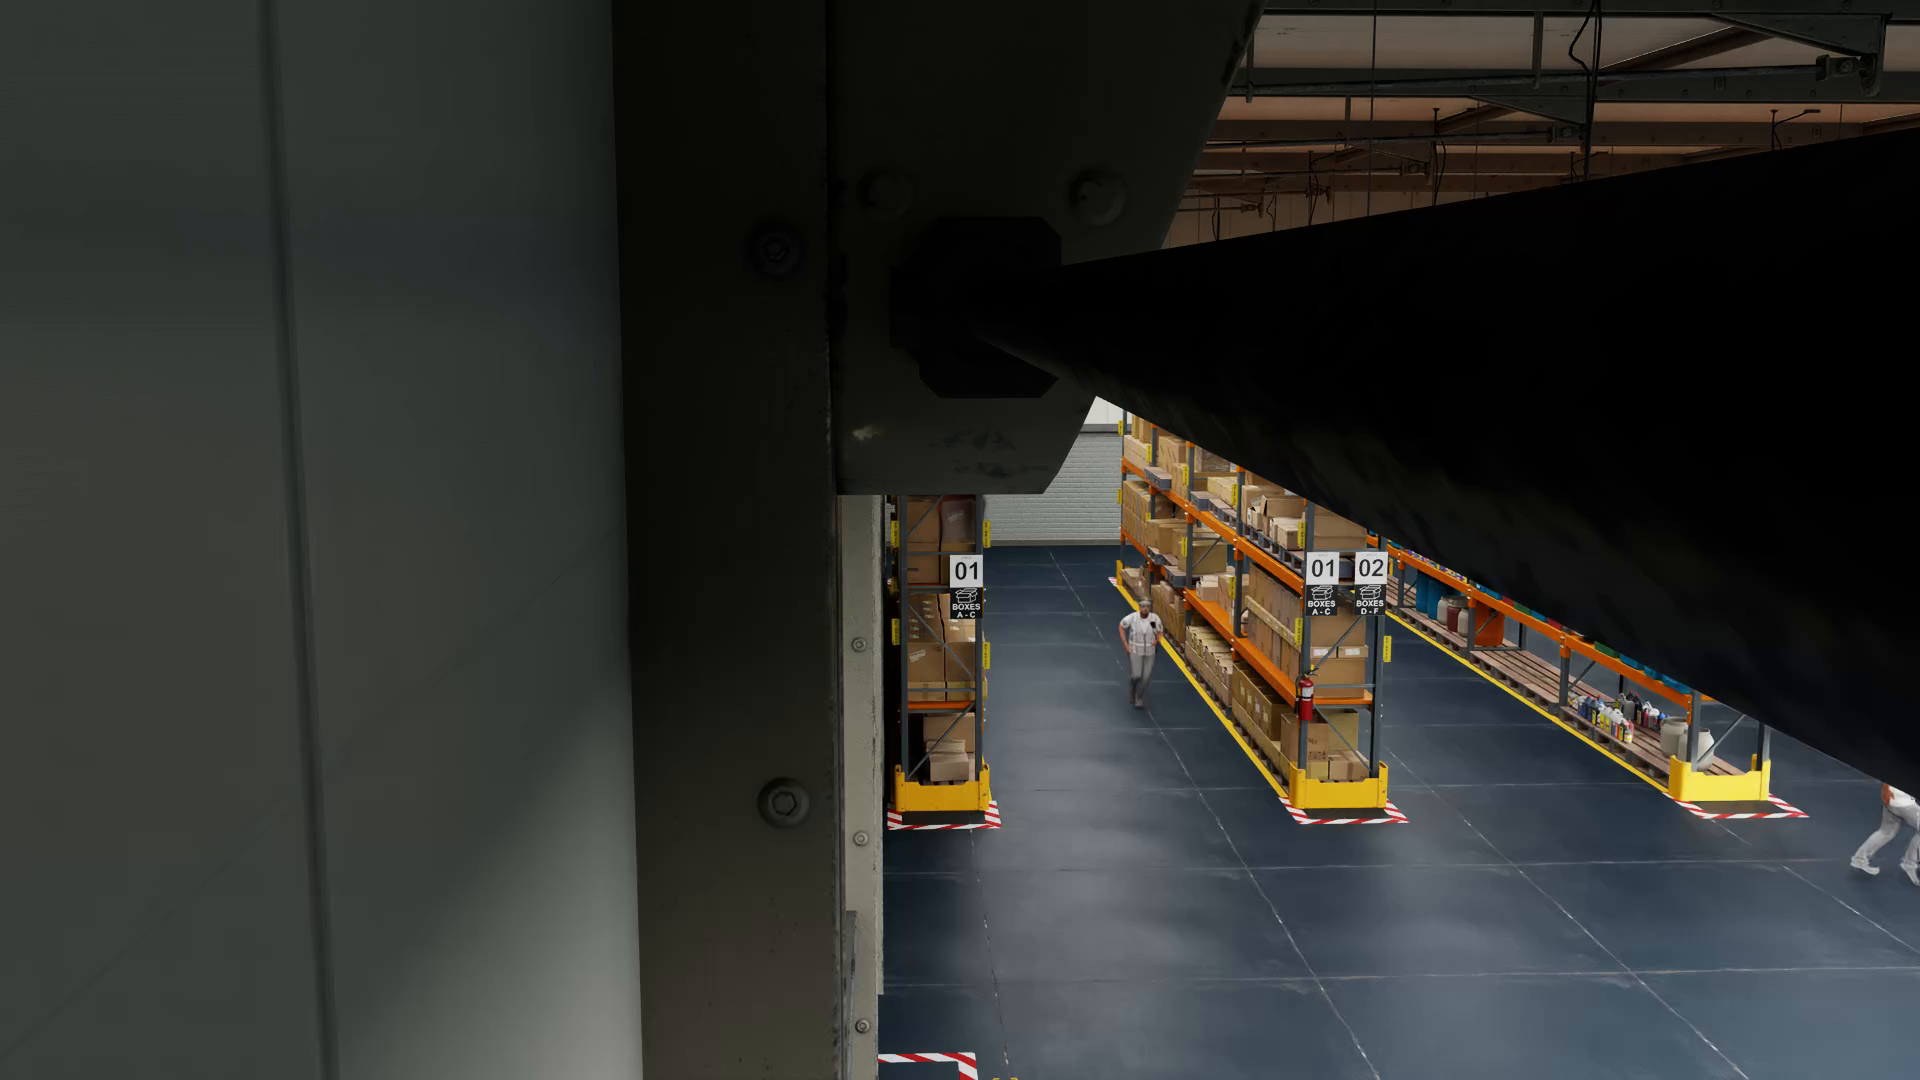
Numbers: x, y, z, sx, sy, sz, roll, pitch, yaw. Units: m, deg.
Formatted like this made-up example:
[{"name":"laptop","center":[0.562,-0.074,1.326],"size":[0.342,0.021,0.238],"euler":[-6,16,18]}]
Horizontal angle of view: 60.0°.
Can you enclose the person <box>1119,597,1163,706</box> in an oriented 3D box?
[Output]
[{"name":"person","center":[2.802,1.718,25.505],"size":[0.662,1.736,0.633],"euler":[-1,8,-7]}]

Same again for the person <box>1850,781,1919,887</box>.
[{"name":"person","center":[10.121,2.843,17.919],"size":[0.835,1.784,0.729],"euler":[4,9,24]}]
